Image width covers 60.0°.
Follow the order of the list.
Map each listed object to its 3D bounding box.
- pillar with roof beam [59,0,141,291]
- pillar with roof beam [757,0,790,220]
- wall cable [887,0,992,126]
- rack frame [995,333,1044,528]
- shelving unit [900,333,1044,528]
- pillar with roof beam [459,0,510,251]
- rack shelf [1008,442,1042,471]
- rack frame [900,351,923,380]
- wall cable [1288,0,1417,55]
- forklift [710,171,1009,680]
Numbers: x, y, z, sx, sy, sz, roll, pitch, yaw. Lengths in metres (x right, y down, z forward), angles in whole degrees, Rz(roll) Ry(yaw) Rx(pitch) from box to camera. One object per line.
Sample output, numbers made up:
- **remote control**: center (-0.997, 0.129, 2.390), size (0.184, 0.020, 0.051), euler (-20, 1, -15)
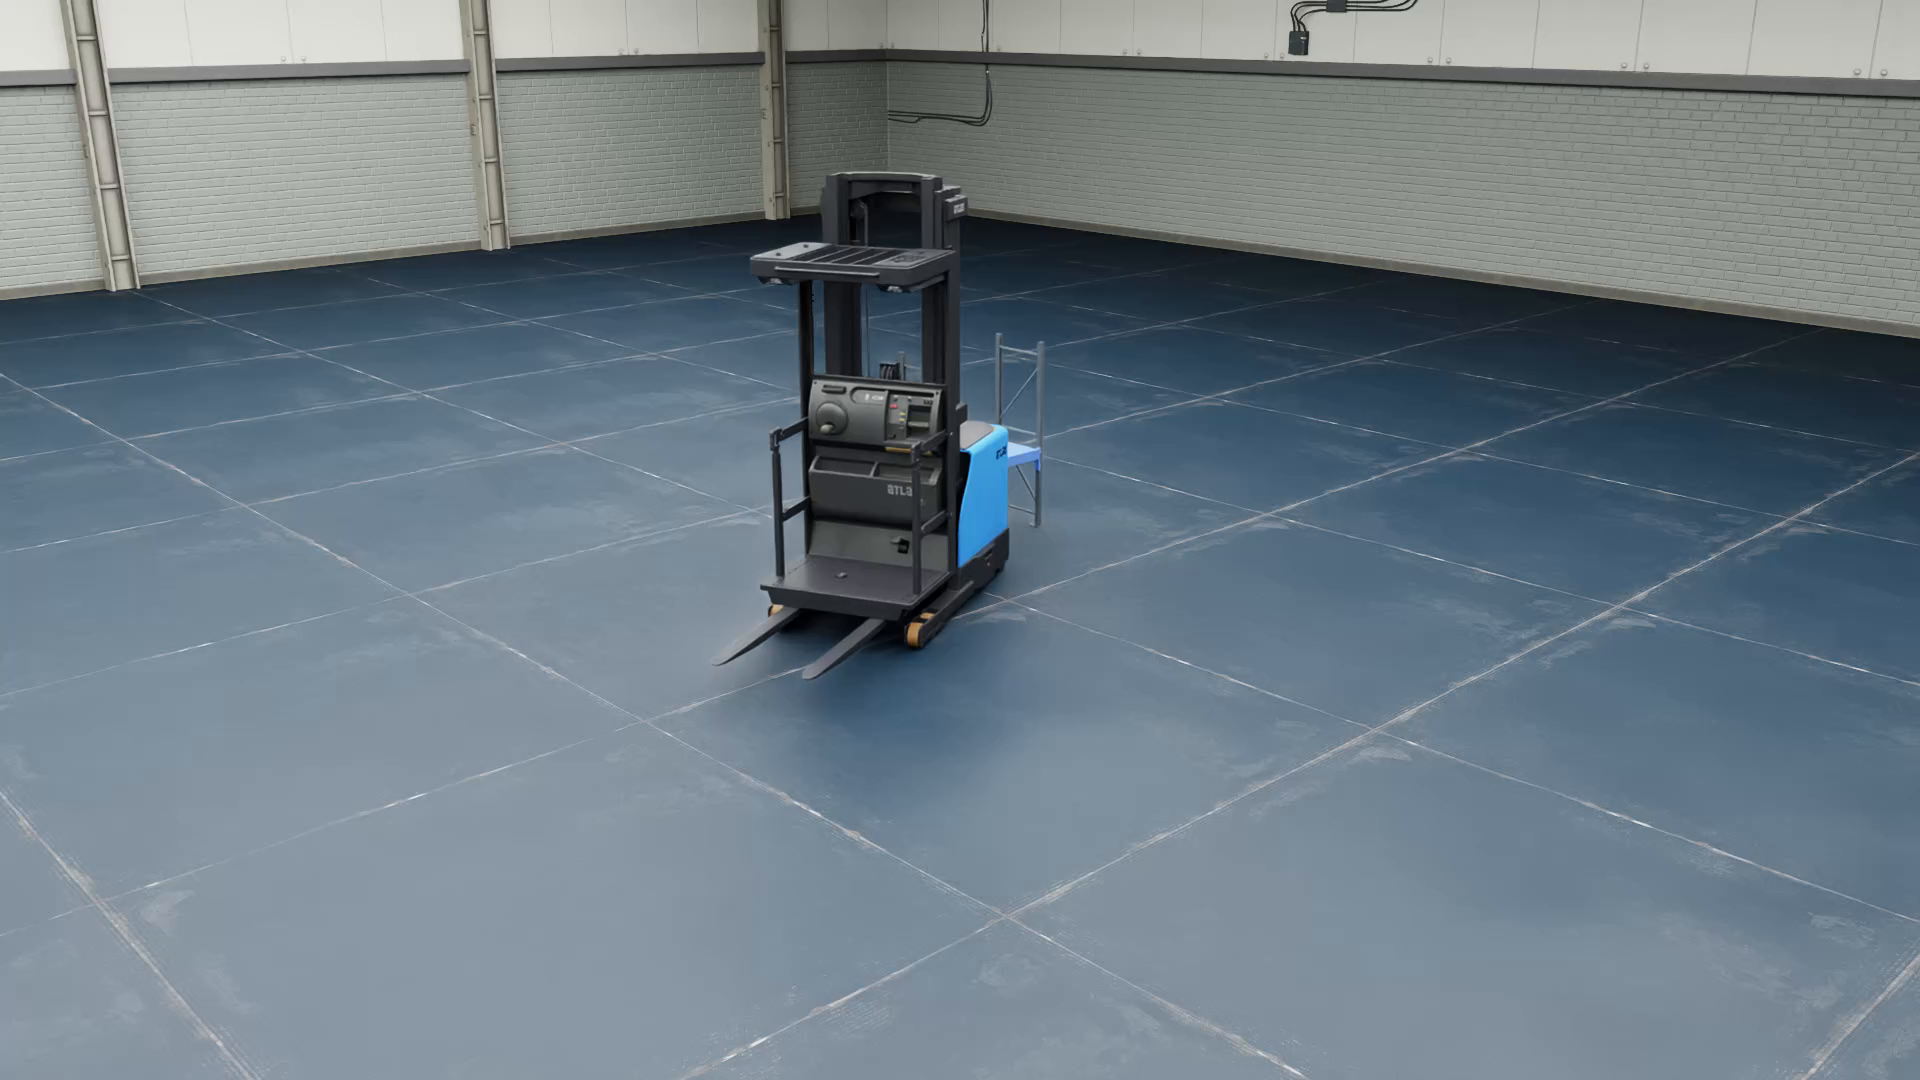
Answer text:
- **pillar with roof beam**: center (-9.294, -6.997, 19.975), size (0.400, 9.000, 9.100), euler (-16, 24, -41)
- **pillar with roof beam**: center (-0.575, -9.540, 27.818), size (0.400, 9.000, 9.100), euler (-16, 24, -41)
- **wall cable**: center (-0.484, -9.355, 32.283), size (0.112, 2.526, 3.097), euler (-16, 24, -41)
- **rack frame**: center (0.467, -0.870, 13.237), size (0.032, 1.500, 0.500), euler (-16, 24, -41)
- **shelving unit**: center (0.099, -0.762, 12.904), size (1.048, 1.500, 0.538), euler (-16, 24, -41)
- **pillar with roof beam**: center (-4.935, -8.268, 23.896), size (0.400, 9.000, 9.100), euler (-16, 24, -41)
- **rack shelf**: center (0.099, -0.591, 12.959), size (1.000, 0.185, 0.538), euler (-16, 24, -41)
- **rack frame**: center (-0.270, -0.654, 12.570), size (0.032, 1.500, 0.500), euler (-16, 24, -41)
- **wall cable**: center (6.027, -10.319, 24.708), size (0.169, 6.003, 2.305), euler (-16, 24, -41)
- **forklift**: center (-0.642, -0.838, 10.817), size (1.130, 2.935, 3.031), euler (7, 19, 20)
